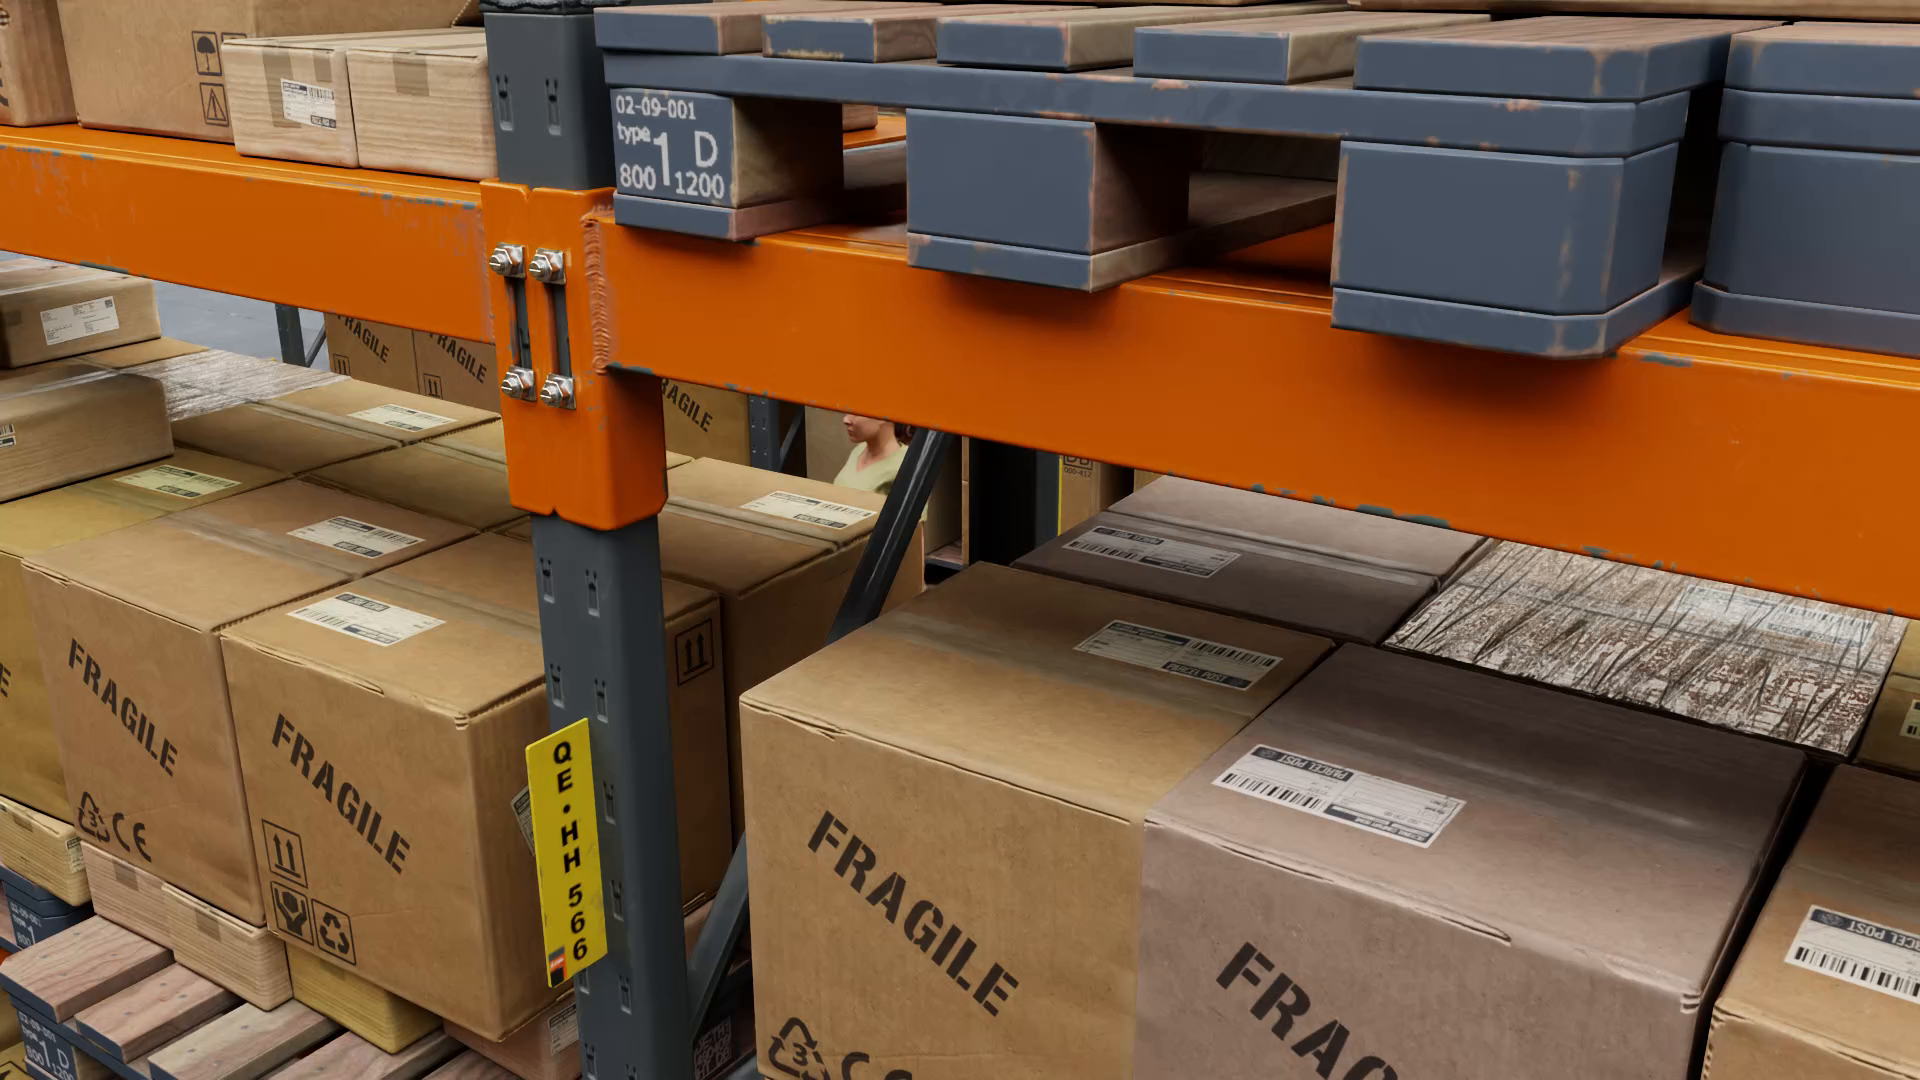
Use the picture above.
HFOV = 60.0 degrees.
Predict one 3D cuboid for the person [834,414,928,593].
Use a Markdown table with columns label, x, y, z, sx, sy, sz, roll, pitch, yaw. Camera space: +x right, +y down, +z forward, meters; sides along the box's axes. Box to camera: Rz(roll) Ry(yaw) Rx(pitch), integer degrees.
| label | x | y | z | sx | sy | sz | roll | pitch | yaw |
| --- | --- | --- | --- | --- | --- | --- | --- | --- | --- |
| person | -0.346 | 0.243 | 5.930 | 0.519 | 1.703 | 0.471 | -14 | 24 | -33 |
